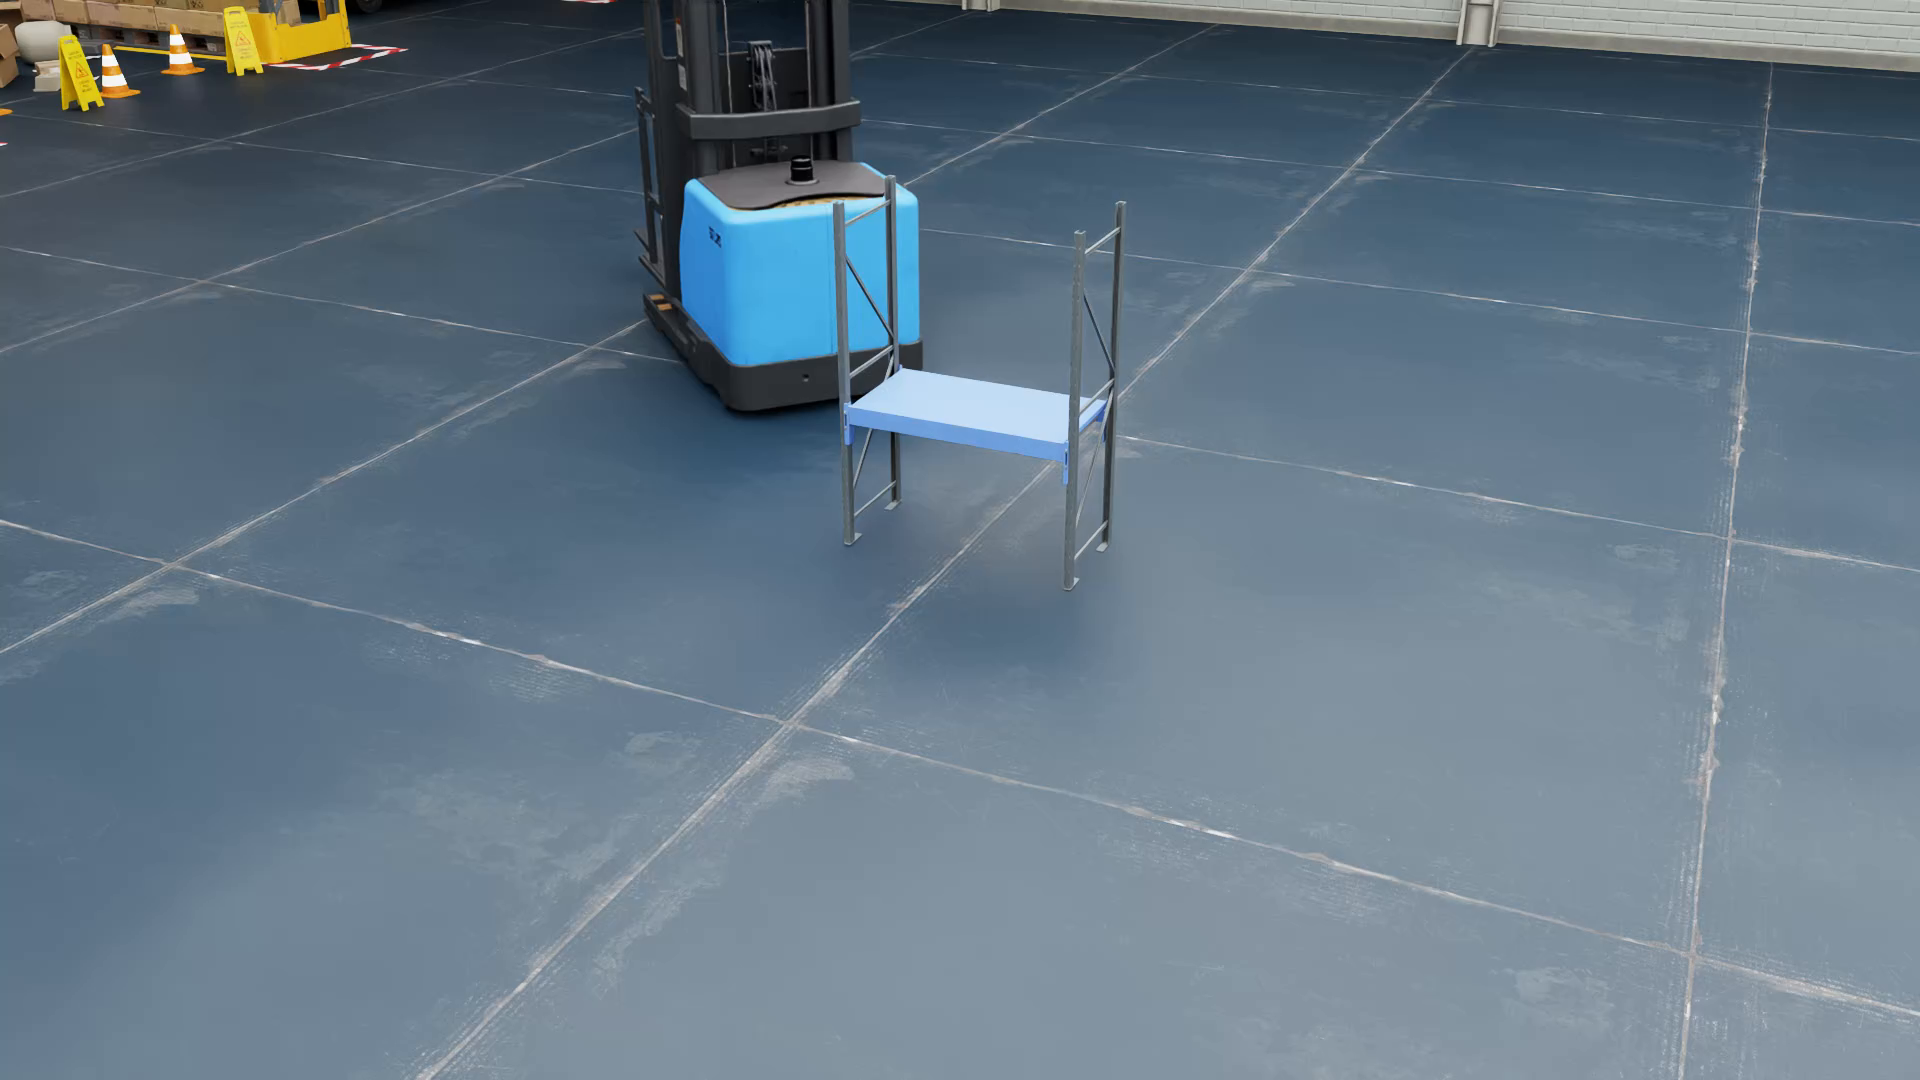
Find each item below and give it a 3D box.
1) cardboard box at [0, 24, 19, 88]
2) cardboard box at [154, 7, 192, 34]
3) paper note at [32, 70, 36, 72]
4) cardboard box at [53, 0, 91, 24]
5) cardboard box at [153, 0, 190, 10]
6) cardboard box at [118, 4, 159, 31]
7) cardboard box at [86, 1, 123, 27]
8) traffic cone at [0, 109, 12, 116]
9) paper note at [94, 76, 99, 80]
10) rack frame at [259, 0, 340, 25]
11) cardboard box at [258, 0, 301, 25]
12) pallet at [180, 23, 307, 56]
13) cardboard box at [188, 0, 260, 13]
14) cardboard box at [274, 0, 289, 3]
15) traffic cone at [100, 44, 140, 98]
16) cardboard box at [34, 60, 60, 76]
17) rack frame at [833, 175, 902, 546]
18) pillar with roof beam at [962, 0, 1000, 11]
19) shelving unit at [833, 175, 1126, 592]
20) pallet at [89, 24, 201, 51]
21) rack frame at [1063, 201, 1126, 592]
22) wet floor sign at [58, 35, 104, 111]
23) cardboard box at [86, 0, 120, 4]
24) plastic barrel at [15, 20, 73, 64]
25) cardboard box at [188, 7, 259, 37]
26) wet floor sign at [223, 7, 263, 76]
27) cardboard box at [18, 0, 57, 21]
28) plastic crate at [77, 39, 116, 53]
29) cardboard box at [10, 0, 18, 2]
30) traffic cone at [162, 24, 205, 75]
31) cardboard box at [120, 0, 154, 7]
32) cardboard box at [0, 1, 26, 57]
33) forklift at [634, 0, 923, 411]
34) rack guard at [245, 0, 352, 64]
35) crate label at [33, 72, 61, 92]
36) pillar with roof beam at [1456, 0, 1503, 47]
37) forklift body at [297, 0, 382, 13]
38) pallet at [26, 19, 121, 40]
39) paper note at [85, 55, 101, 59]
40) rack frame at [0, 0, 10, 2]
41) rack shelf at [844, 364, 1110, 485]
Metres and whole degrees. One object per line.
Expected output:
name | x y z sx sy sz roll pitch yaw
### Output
cardboard box | -9.635 -4.741 16.311 0.637 0.503 0.797 -7 27 -14
cardboard box | -8.304 -5.651 17.969 0.500 0.250 0.500 11 28 22
paper note | -9.384 -4.809 16.996 0.142 0.019 0.148 23 35 39
cardboard box | -9.713 -5.935 18.546 0.500 0.250 0.500 13 29 25
cardboard box | -8.302 -5.985 17.799 0.500 0.500 0.500 12 29 24
cardboard box | -8.782 -5.744 18.158 0.500 0.250 0.500 10 28 20
cardboard box | -9.229 -5.839 18.351 0.500 0.250 0.500 11 28 21
traffic cone | -8.841 -4.079 15.012 0.334 0.463 0.336 11 28 22
paper note | -8.673 -4.599 16.556 0.142 0.019 0.148 2 26 4
rack frame | -6.988 -6.558 17.175 0.127 3.000 1.000 11 28 22
cardboard box | -7.608 -5.772 18.215 0.500 0.250 0.500 11 28 21
pallet | -7.782 -5.484 18.149 1.213 0.211 1.003 11 28 22
cardboard box | -7.825 -5.891 17.608 0.500 0.500 0.500 12 28 22
cardboard box | -7.630 -6.112 18.057 0.500 0.500 0.500 10 28 20
traffic cone | -8.063 -4.472 15.808 0.334 0.463 0.336 11 28 22
cardboard box | -9.017 -4.707 16.641 0.380 0.149 0.250 -18 31 -31
rack frame | -0.385 -0.750 7.076 0.032 1.500 0.500 11 28 22
pillar with roof beam | -1.518 -8.908 15.155 0.400 9.000 9.100 11 28 22
shelving unit | 0.078 -0.657 6.887 1.048 1.500 0.538 11 28 22
pallet | -8.889 -5.708 18.604 1.213 0.211 1.003 11 28 22
rack frame | 0.540 -0.564 6.698 0.032 1.500 0.500 11 28 22
wet floor sign | -8.099 -4.284 15.221 0.232 0.644 0.267 6 27 13
cardboard box | -9.241 -6.176 18.186 0.500 0.500 0.500 13 29 24
plastic barrel | -9.495 -5.171 17.274 0.512 0.421 0.421 -12 29 -23
cardboard box | -7.857 -5.557 17.779 0.500 0.250 0.500 11 28 22
wet floor sign | -7.258 -5.037 16.750 0.232 0.644 0.267 23 35 39
cardboard box | -10.204 -6.028 18.735 0.500 0.250 0.500 10 28 19
plastic crate | -9.540 -5.363 18.052 0.583 0.080 0.402 2 26 4
cardboard box | -11.108 -6.394 19.341 0.625 0.372 0.950 12 29 22
traffic cone | -7.913 -4.980 16.841 0.334 0.463 0.336 11 28 22
cardboard box | -8.758 -6.080 17.992 0.500 0.500 0.500 11 28 21
cardboard box | -10.217 -5.426 17.702 0.500 0.500 0.500 -12 29 -23
forklift | -1.232 -2.594 9.201 1.130 2.935 3.031 -11 28 -20
rack guard | -7.057 -5.451 17.755 0.348 0.500 1.175 11 28 22
crate label | -8.805 -4.444 16.122 0.298 0.136 0.250 -2 26 -5
pillar with roof beam | 3.944 -7.811 12.927 0.400 9.000 9.100 11 28 22
forklift body | -7.418 -7.787 20.632 1.214 2.155 2.313 11 28 22
pallet | -10.003 -5.930 19.055 1.213 0.211 1.003 11 28 22
paper note | -9.197 -5.119 17.613 0.148 0.019 0.142 2 26 4
rack frame | -10.629 -7.290 18.660 0.127 3.000 1.000 11 28 22
rack shelf | 0.078 -0.496 6.967 1.000 0.185 0.538 11 28 22
